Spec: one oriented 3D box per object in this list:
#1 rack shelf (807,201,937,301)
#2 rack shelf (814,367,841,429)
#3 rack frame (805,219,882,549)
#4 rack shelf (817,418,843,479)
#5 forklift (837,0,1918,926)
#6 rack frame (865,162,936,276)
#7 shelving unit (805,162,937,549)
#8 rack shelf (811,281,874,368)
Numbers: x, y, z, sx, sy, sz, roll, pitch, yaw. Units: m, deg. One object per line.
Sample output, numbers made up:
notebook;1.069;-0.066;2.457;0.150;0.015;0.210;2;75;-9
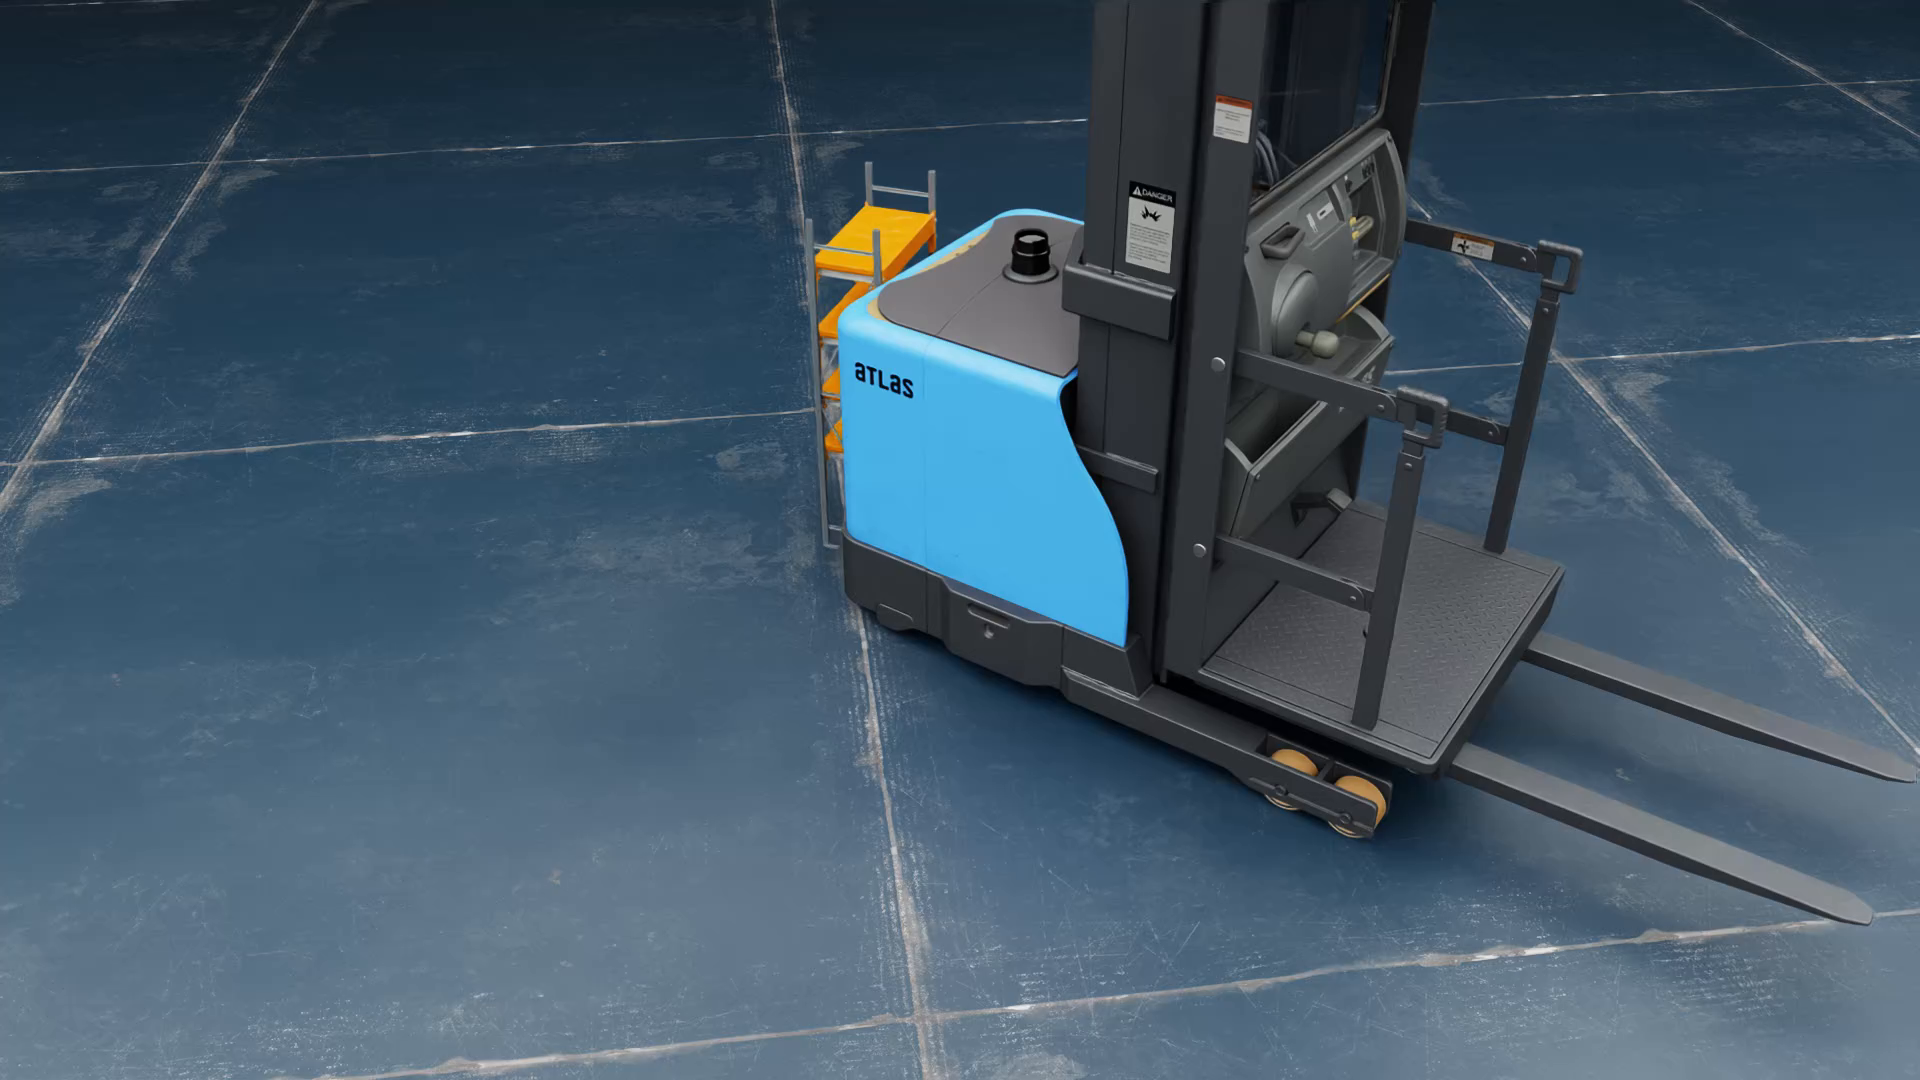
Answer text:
rack shelf;-0.274;-0.910;5.321;0.258;0.148;0.480;11;36;16
rack shelf;-0.274;-0.529;5.581;0.258;0.148;0.480;11;36;16
rack frame;-0.354;-0.455;5.352;0.240;1.200;0.015;11;36;16
rack shelf;-0.274;-0.365;5.692;0.258;0.148;0.480;11;36;16
forklift;1.129;-0.739;4.232;3.031;2.935;1.130;21;40;28
rack frame;-0.194;-0.715;5.733;0.240;1.200;0.015;11;36;16
shelving unit;-0.274;-0.585;5.543;0.258;1.200;0.503;11;36;16
rack shelf;-0.274;-0.714;5.455;0.258;0.148;0.480;11;36;16
